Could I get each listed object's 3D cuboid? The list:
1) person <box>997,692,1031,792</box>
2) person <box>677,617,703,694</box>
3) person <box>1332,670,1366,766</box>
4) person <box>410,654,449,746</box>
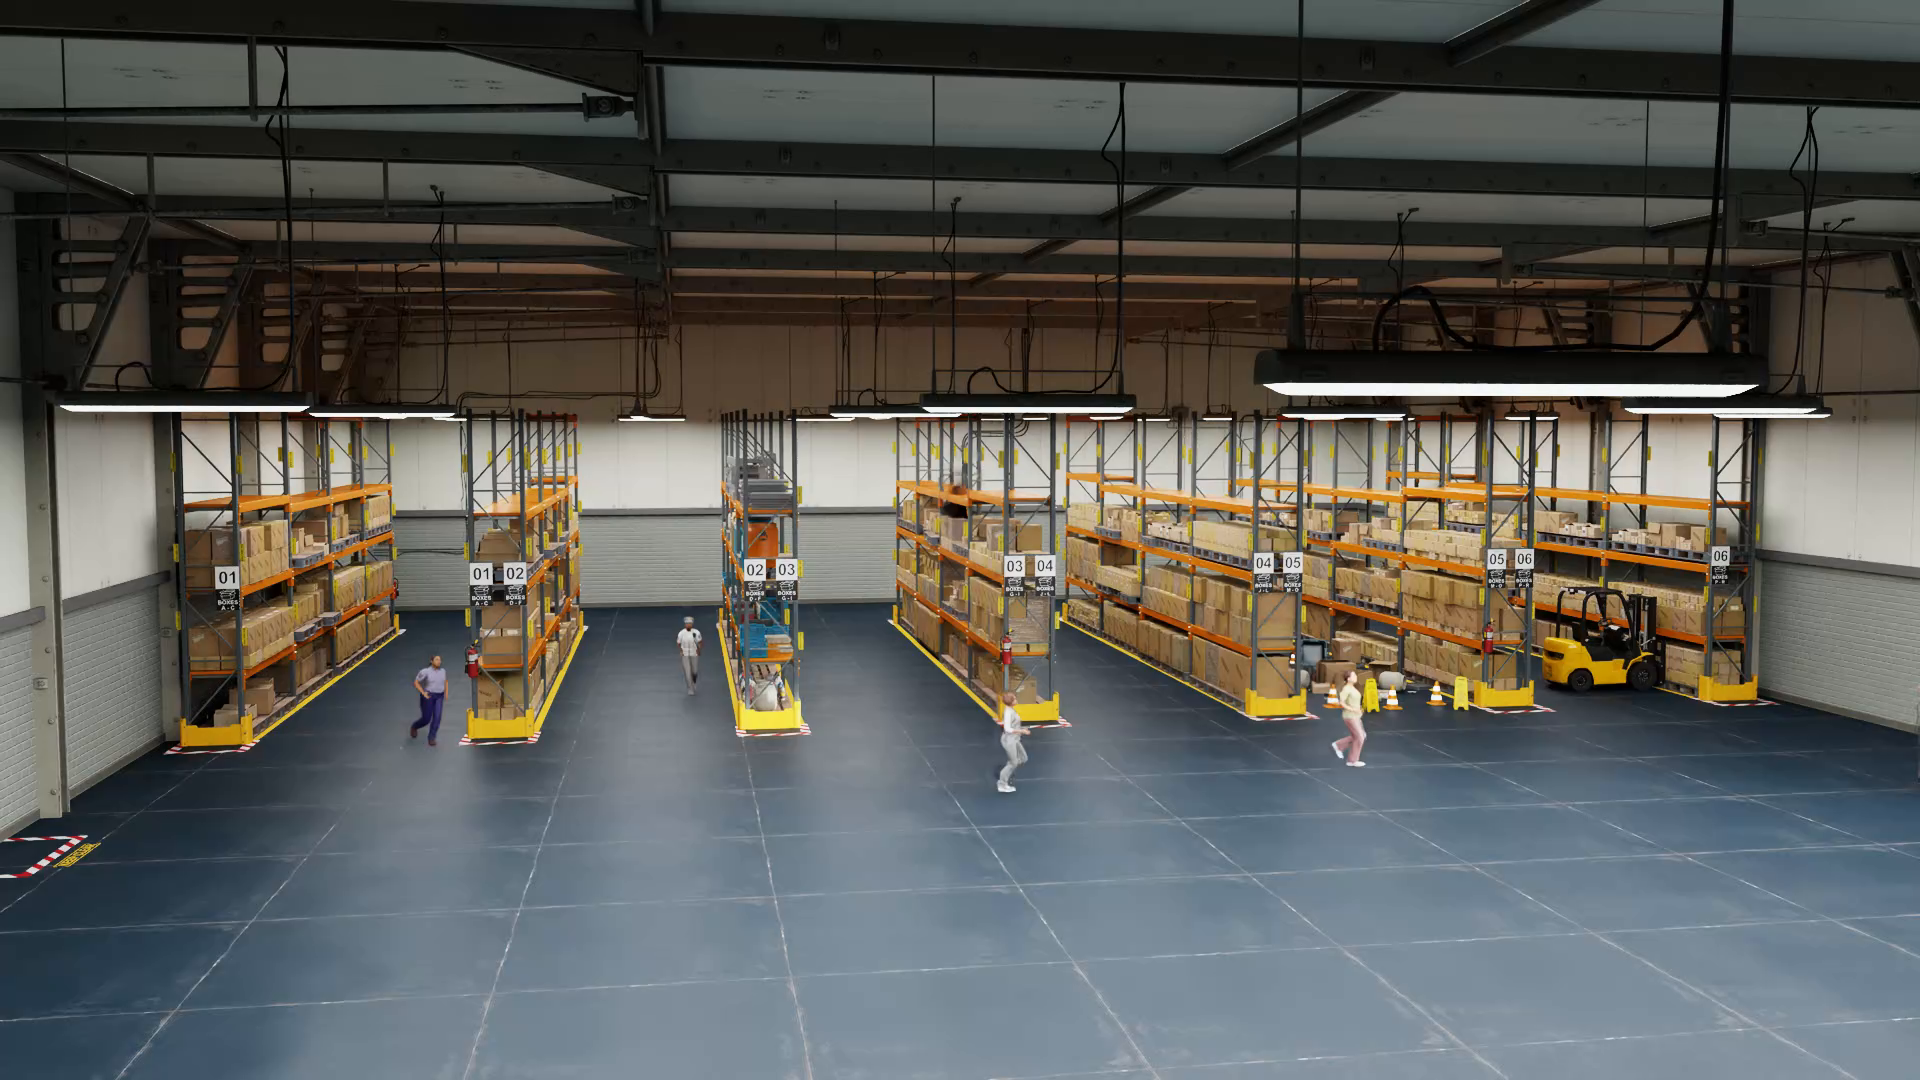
[{"bbox_3d":[0.846,3.135,25.816,0.548,1.558,0.518,1,4,12],"label":"person"},{"bbox_3d":[-5.707,2.443,35.124,0.550,1.654,0.524,-1,4,-9],"label":"person"},{"bbox_3d":[6.499,2.990,27.830,0.579,1.573,0.578,2,5,28],"label":"person"},{"bbox_3d":[-9.443,2.851,29.841,0.662,1.592,0.750,-4,6,-44],"label":"person"}]
